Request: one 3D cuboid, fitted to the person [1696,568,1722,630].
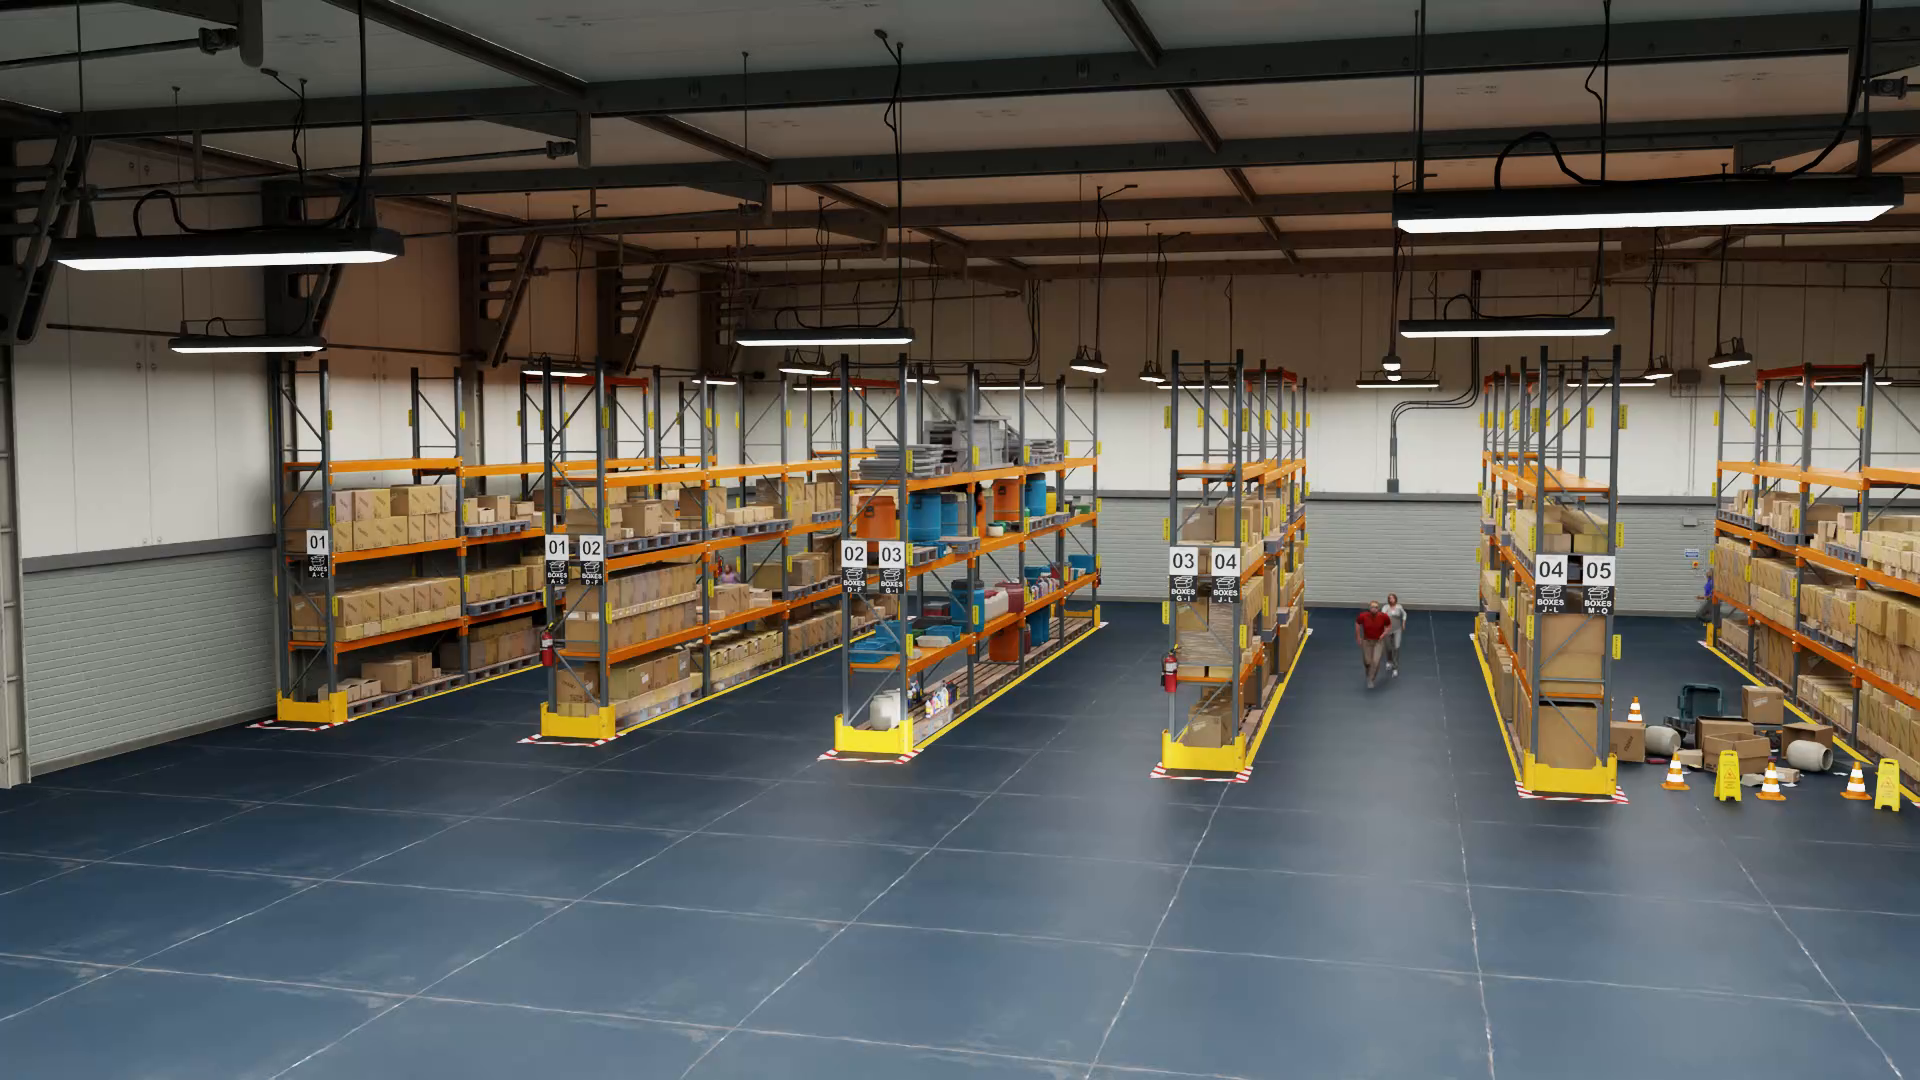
[{"bbox_3d":[17.198,1.449,38.136,0.660,1.609,0.553,0,4,4],"label":"person"}]

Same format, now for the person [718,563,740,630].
[{"bbox_3d":[-5.502,1.360,39.535,0.508,1.604,0.667,1,4,8],"label":"person"}]

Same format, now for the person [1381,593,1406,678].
[{"bbox_3d":[8.504,1.851,32.721,0.547,1.628,0.804,1,4,13],"label":"person"}]

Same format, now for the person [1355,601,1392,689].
[{"bbox_3d":[7.766,1.952,31.280,0.659,1.669,0.789,1,4,9],"label":"person"}]
